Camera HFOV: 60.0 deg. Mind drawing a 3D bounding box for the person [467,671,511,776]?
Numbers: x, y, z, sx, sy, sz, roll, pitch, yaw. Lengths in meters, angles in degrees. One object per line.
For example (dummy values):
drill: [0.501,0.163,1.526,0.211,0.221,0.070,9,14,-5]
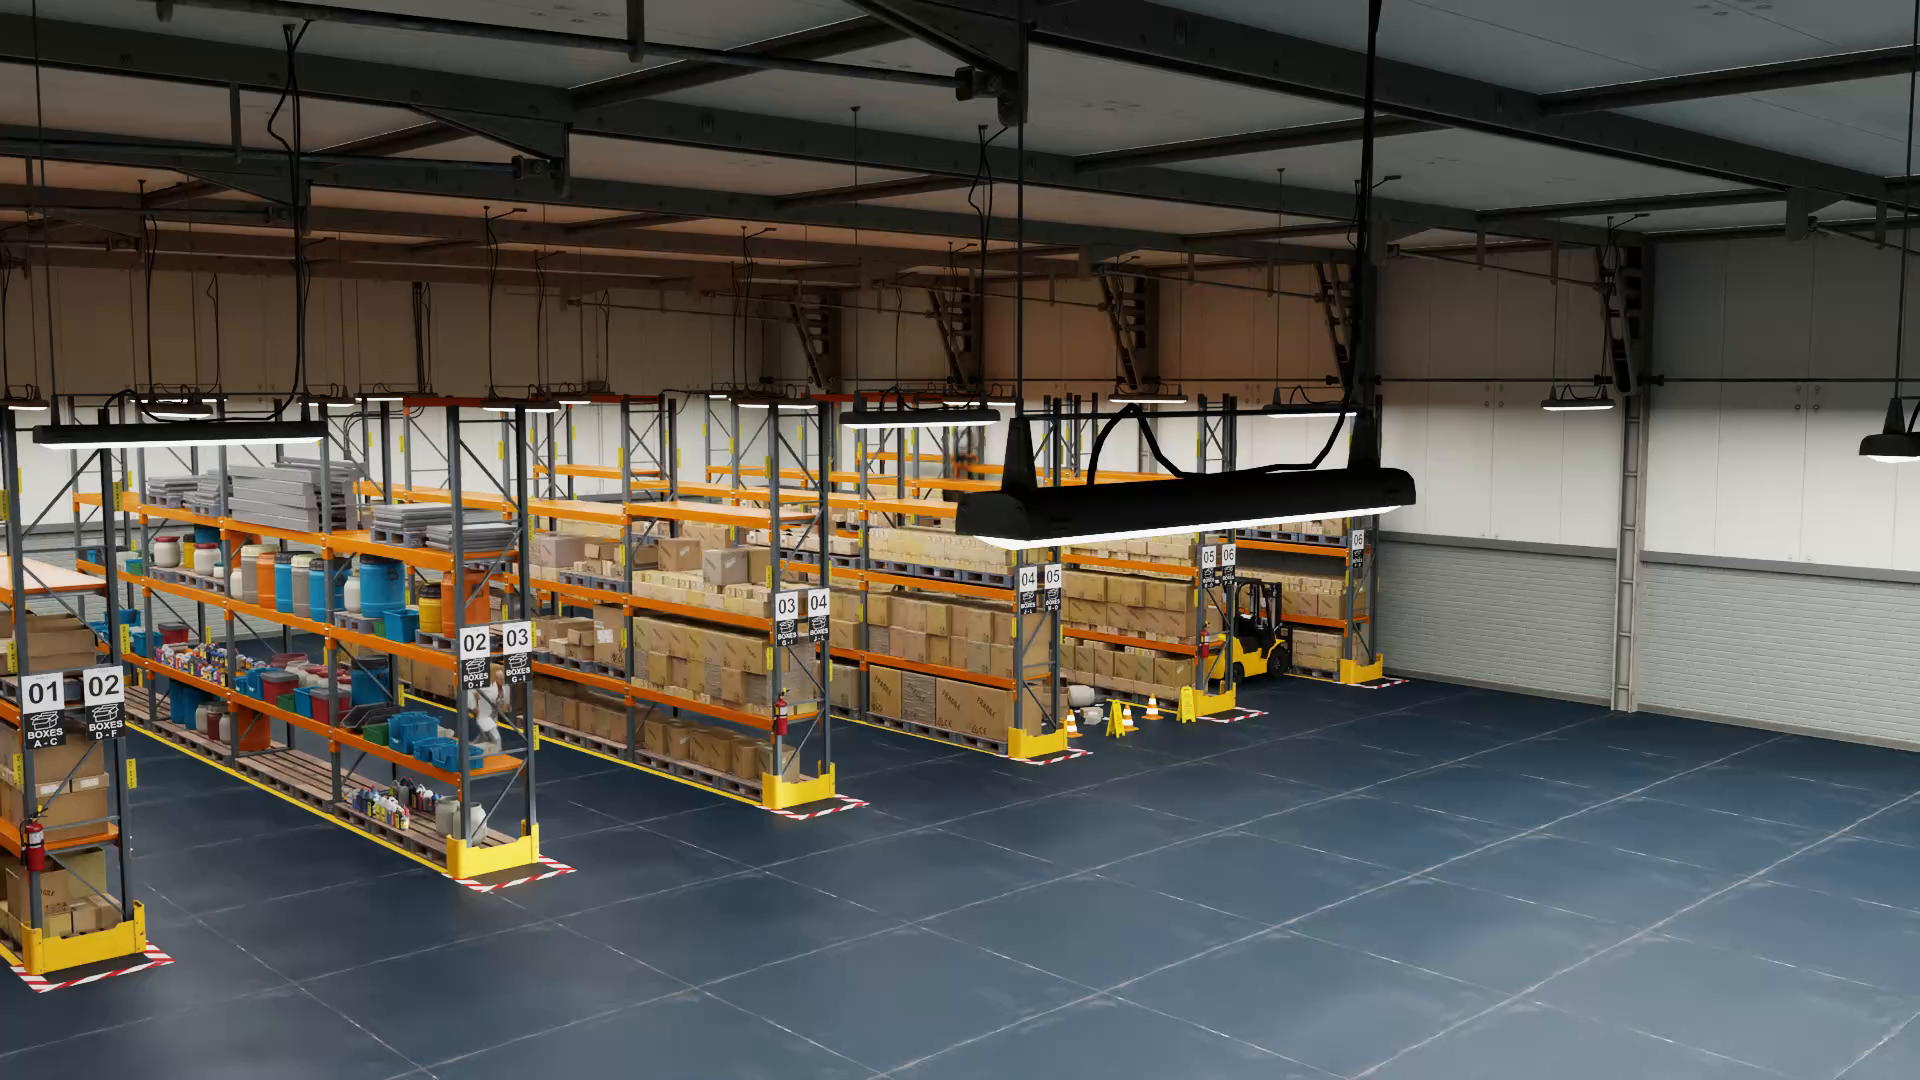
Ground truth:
person: [-7.666,2.933,26.758,1.057,1.744,0.752,3,6,31]
